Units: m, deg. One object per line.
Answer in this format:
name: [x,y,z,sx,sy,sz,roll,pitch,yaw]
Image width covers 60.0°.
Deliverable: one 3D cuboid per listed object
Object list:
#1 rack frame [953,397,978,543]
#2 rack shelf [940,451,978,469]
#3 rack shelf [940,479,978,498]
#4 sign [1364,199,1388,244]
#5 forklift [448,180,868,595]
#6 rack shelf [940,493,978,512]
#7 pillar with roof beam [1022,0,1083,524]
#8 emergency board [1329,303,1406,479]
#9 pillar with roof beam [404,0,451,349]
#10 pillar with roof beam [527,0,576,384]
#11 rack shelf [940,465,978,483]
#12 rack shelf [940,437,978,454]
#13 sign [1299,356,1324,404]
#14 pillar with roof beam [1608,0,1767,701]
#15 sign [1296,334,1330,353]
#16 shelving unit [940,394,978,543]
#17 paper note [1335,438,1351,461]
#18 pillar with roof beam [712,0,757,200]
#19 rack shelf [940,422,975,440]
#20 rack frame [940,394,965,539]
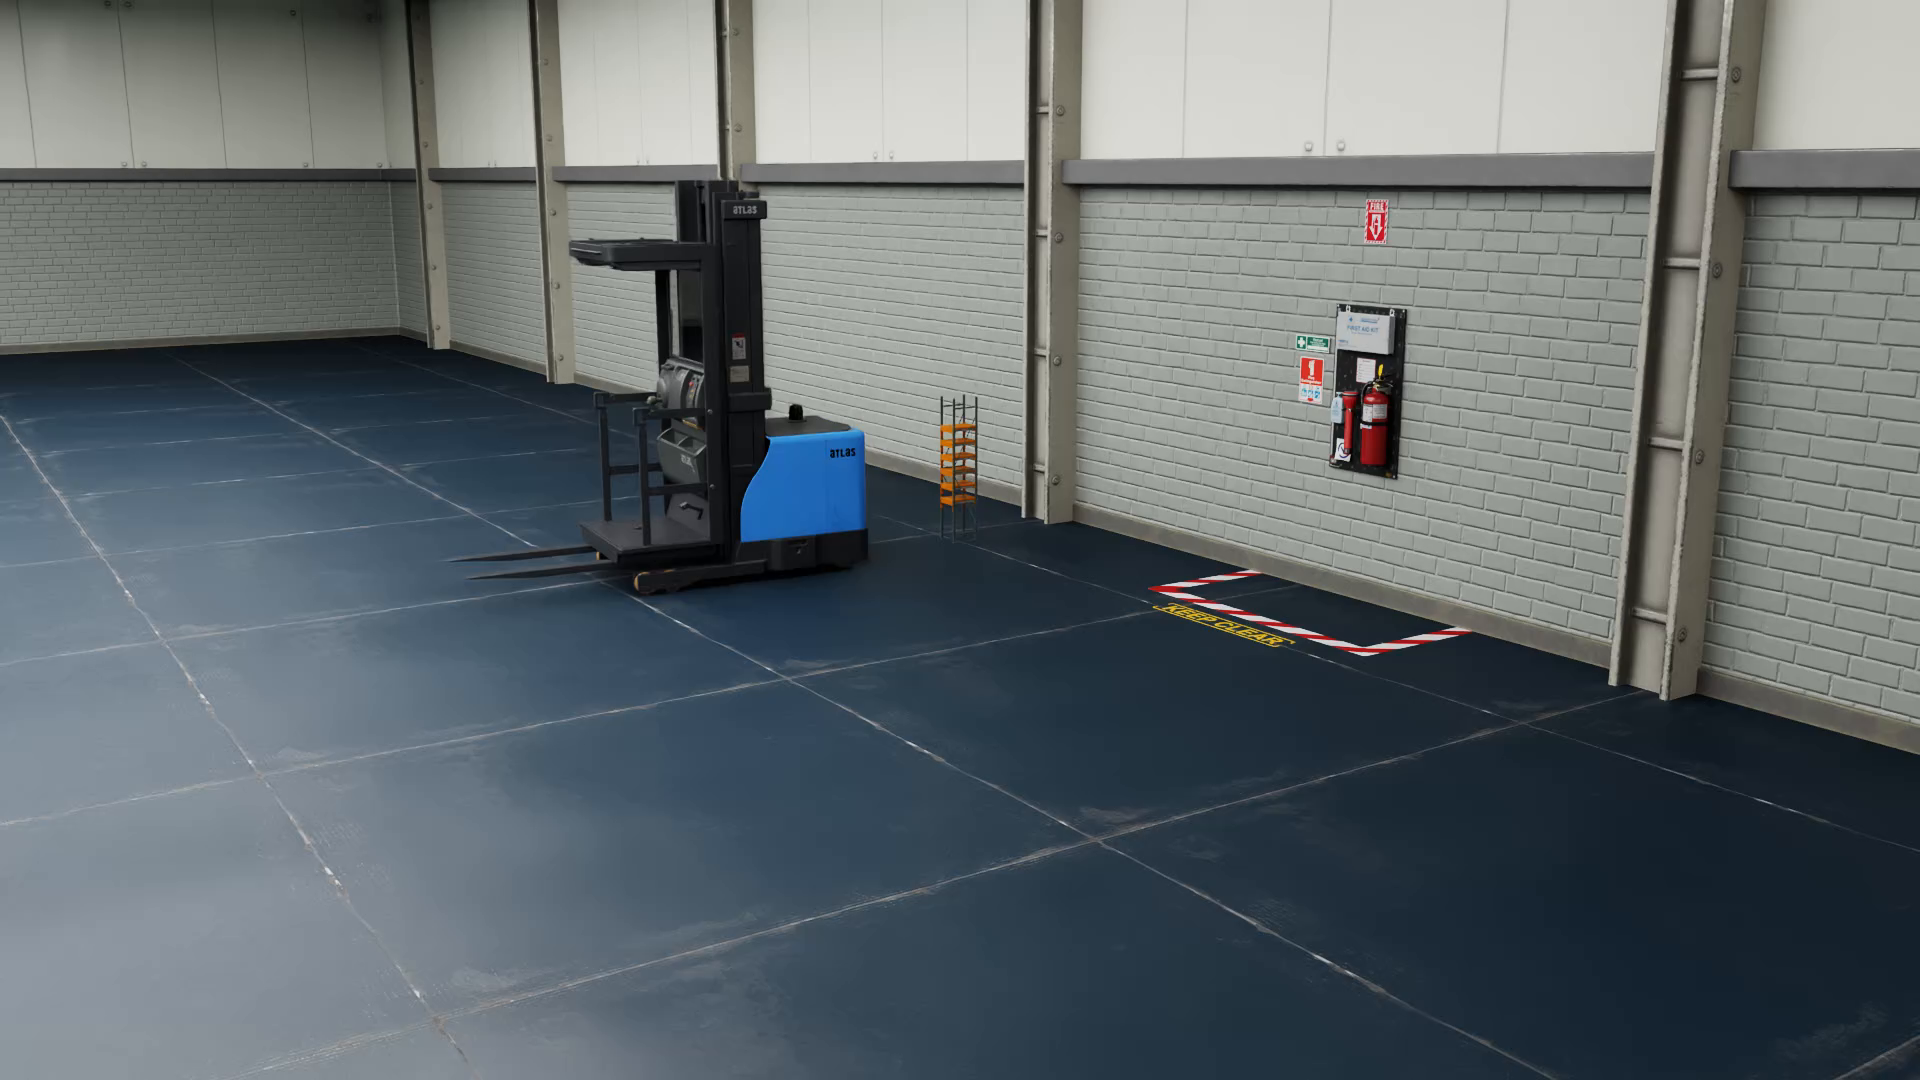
rack frame: [0.043,-0.572,13.671,0.240,1.200,0.006,-8,15,-33]
rack shelf: [-0.008,-0.663,13.729,0.258,0.103,0.180,-8,15,-33]
rack shelf: [-0.008,-0.428,13.780,0.258,0.103,0.180,-8,15,-33]
sign: [2.848,-2.179,11.377,0.001,0.298,0.199,-8,15,-33]
forklift: [-2.259,-1.162,12.317,3.031,2.935,1.130,-6,14,-27]
rack shelf: [-0.008,-0.311,13.806,0.258,0.103,0.180,-8,15,-33]
pillar with roof beam: [-2.801,-4.077,11.442,9.100,9.000,0.400,-8,15,-33]
emergency board: [2.769,-1.033,11.564,0.194,1.169,0.643,-8,15,-33]
pillar with roof beam: [-12.774,-7.278,26.081,9.100,9.000,0.400,-8,15,-33]
pillar with roof beam: [-9.450,-6.211,21.201,9.100,9.000,0.400,-8,15,-33]
rack shelf: [-0.008,-0.545,13.755,0.258,0.103,0.180,-8,15,-33]
rack shelf: [-0.008,-0.780,13.704,0.258,0.103,0.180,-8,15,-33]
sign: [2.549,-1.161,12.066,0.001,0.329,0.234,-8,15,-33]
pillar with roof beam: [0.523,-3.010,6.563,9.100,9.000,0.400,-8,15,-33]
sign: [2.544,-1.418,12.001,0.001,0.109,0.331,-8,15,-33]
shelving unit: [-0.008,-0.589,13.745,0.258,1.200,0.189,-8,15,-33]
paper note: [2.729,-0.642,11.839,0.016,0.148,0.142,-8,15,-33]
pillar with roof beam: [-6.126,-5.144,16.322,9.100,9.000,0.400,-8,15,-33]
rack shelf: [-0.008,-0.897,13.678,0.258,0.103,0.180,-8,15,-33]
rack frame: [-0.059,-0.605,13.820,0.240,1.200,0.006,-8,15,-33]
